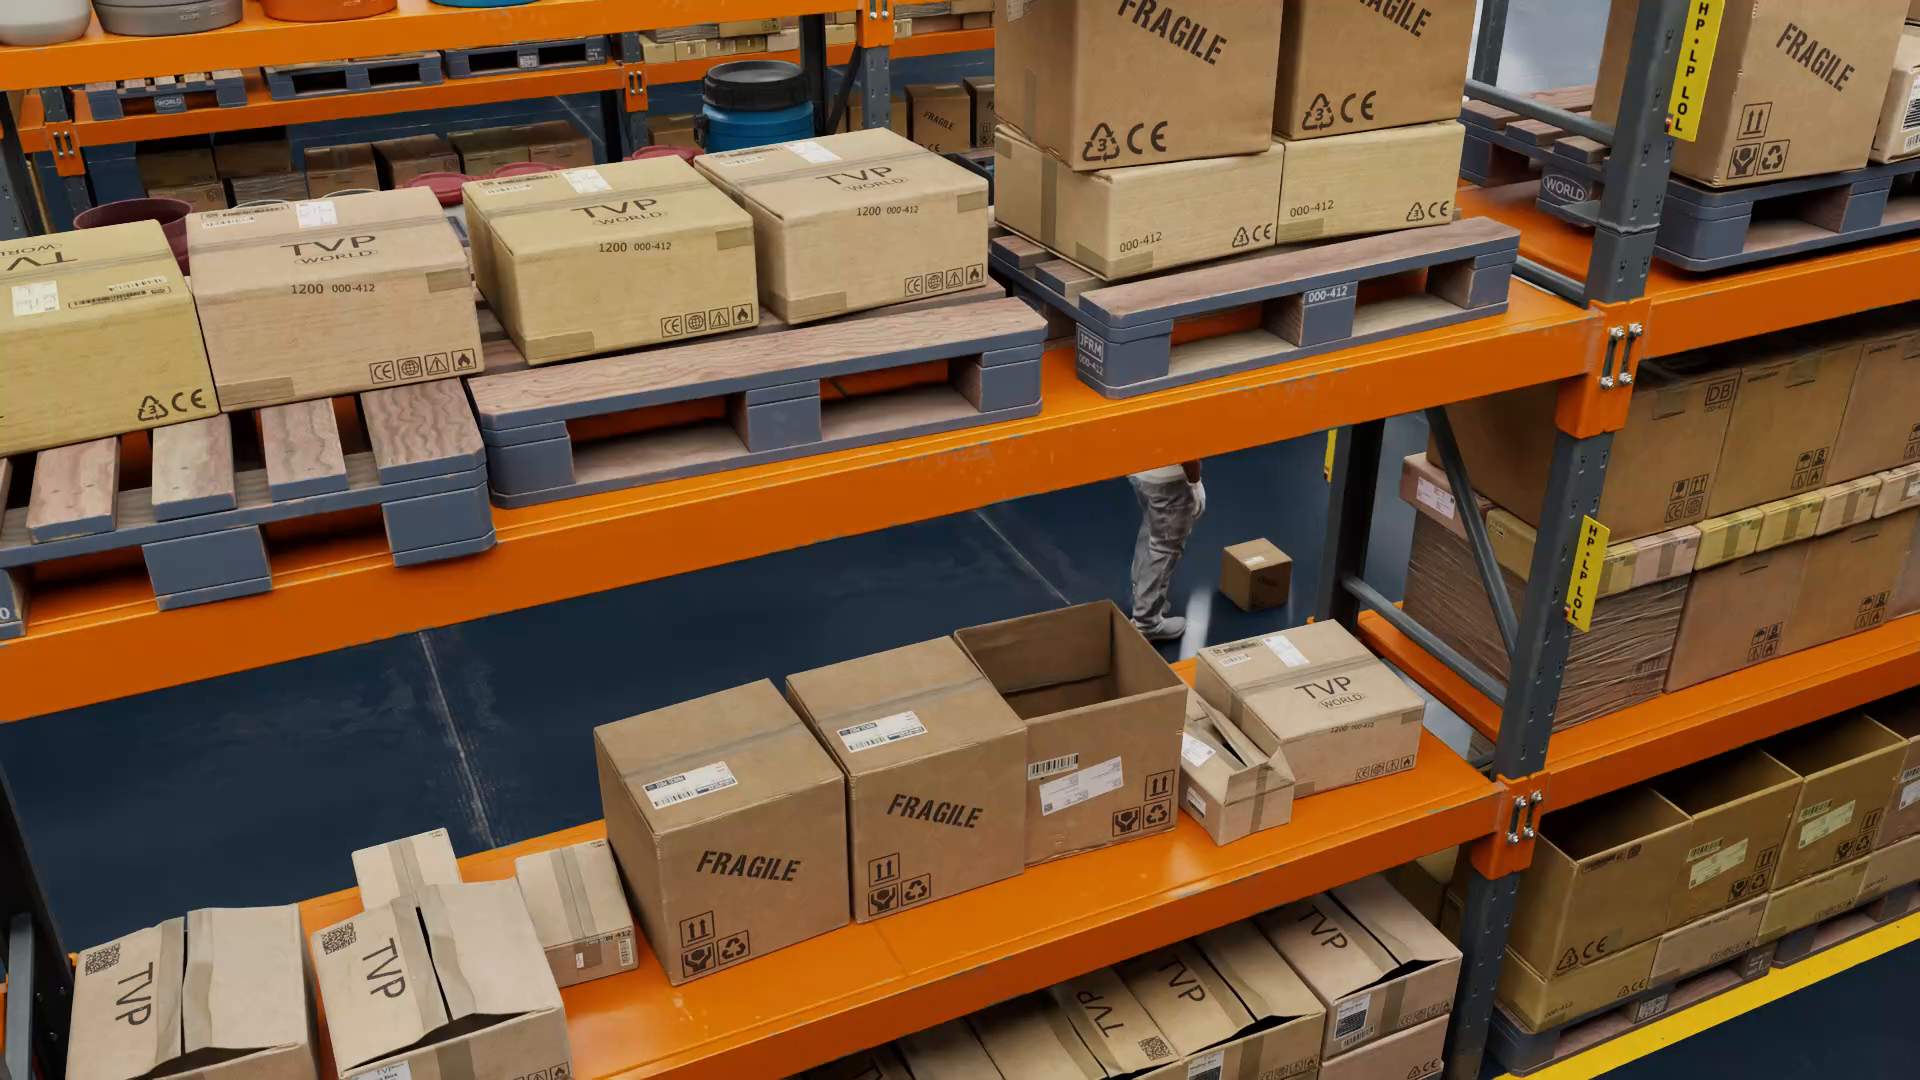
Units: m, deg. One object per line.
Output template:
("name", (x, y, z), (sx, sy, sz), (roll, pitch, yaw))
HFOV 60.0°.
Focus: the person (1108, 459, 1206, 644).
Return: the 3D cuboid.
("person", (0.958, -0.321, 7.697), (0.450, 1.837, 0.602), (-16, 33, -26))
